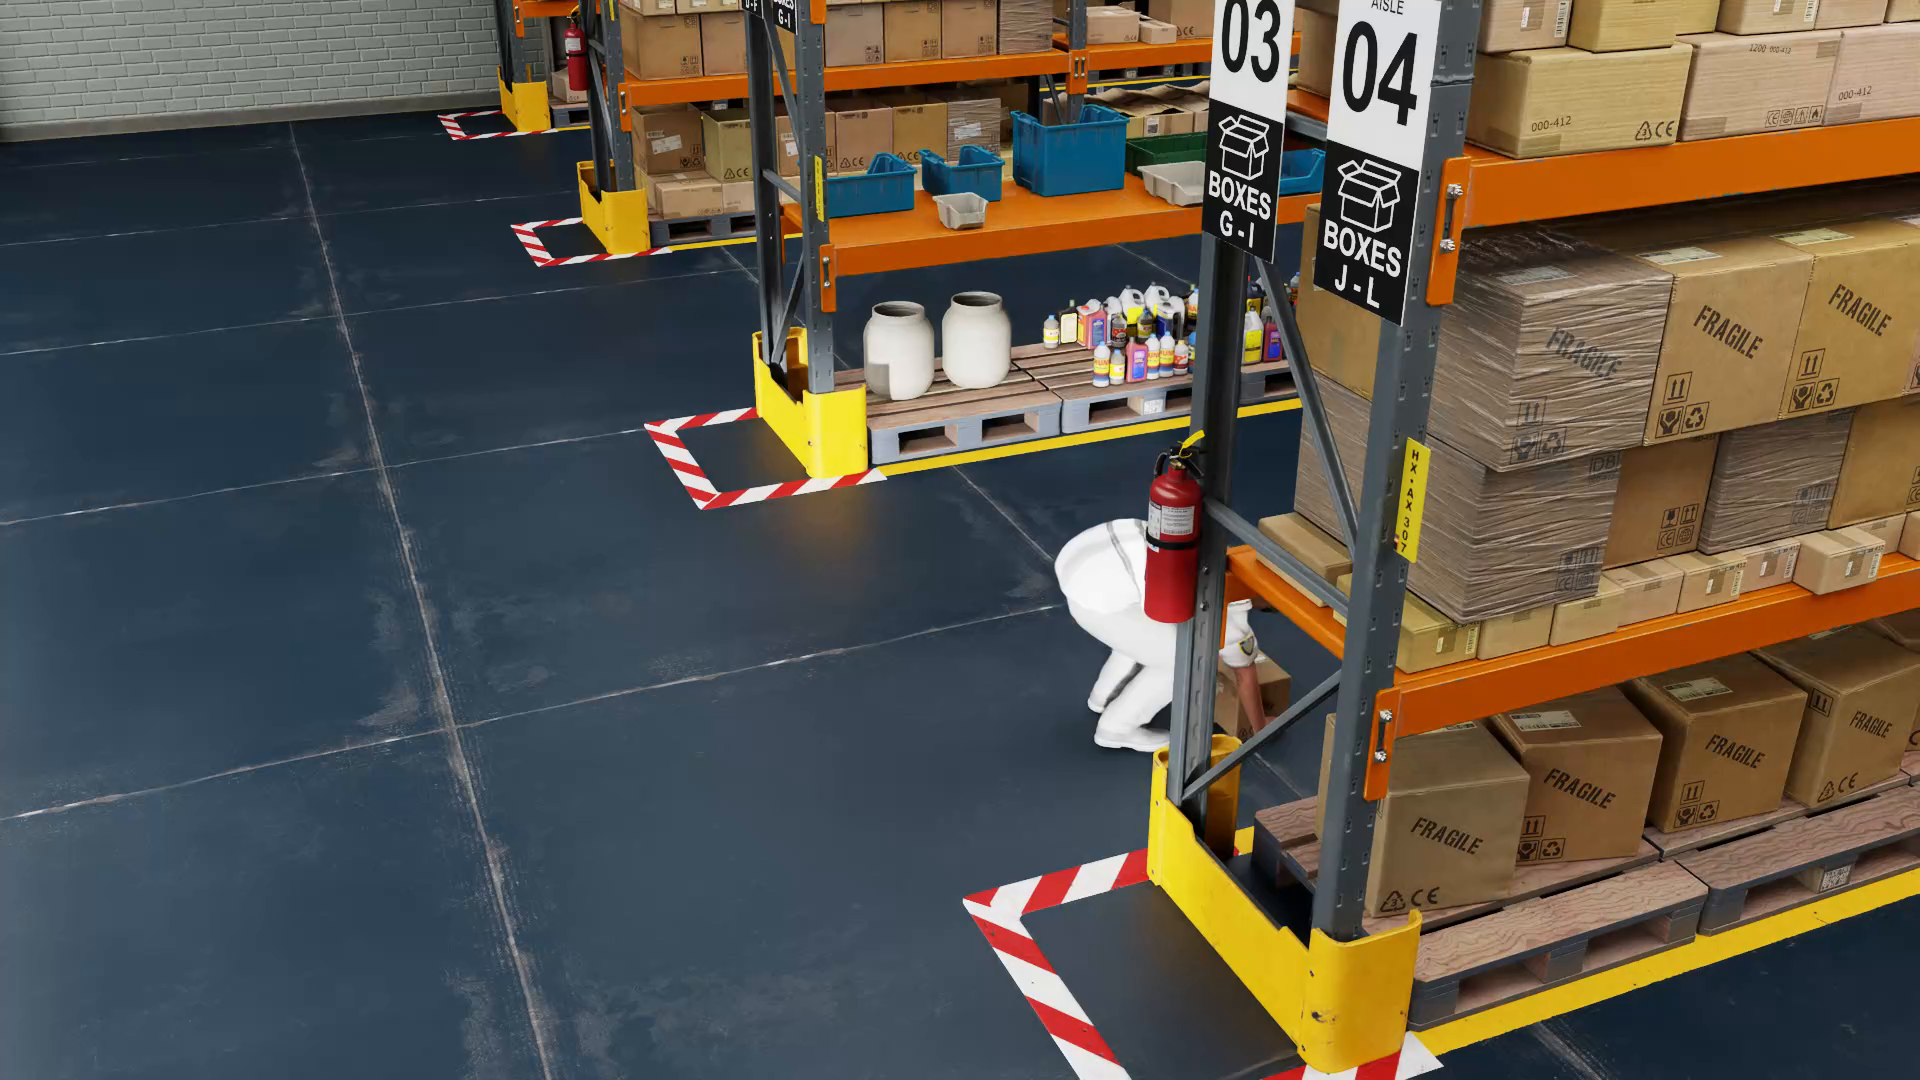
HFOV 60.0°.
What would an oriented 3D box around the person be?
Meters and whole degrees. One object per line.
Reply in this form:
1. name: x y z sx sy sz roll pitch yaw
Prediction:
1. person: 0.898 0.361 6.814 1.023 0.928 0.544 -2 26 -4
